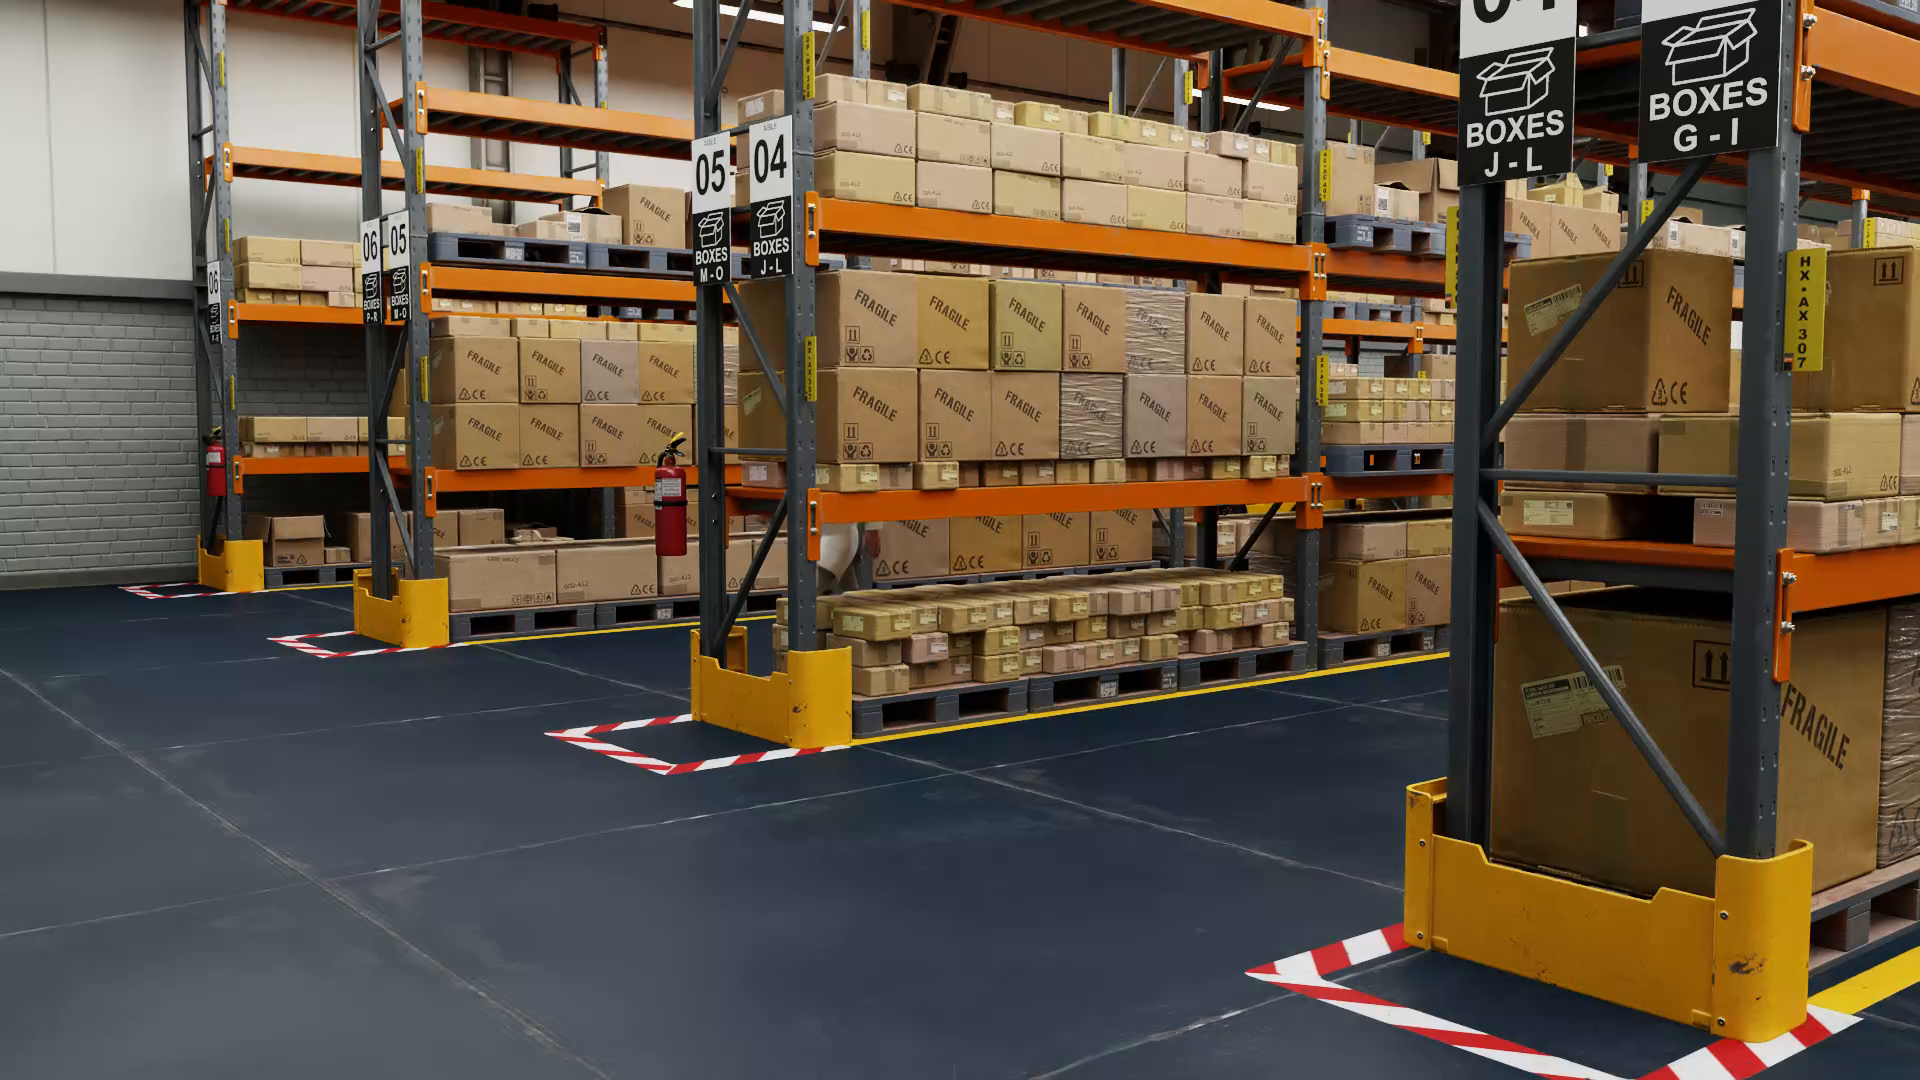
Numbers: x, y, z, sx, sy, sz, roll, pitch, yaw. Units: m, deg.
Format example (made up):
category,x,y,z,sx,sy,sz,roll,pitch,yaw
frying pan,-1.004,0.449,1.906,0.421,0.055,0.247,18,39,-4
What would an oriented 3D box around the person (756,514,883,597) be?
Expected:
category,x,y,z,sx,sy,sz,roll,pitch,yaw
person,-0.851,0.017,11.025,0.992,1.693,0.716,-3,5,-33
